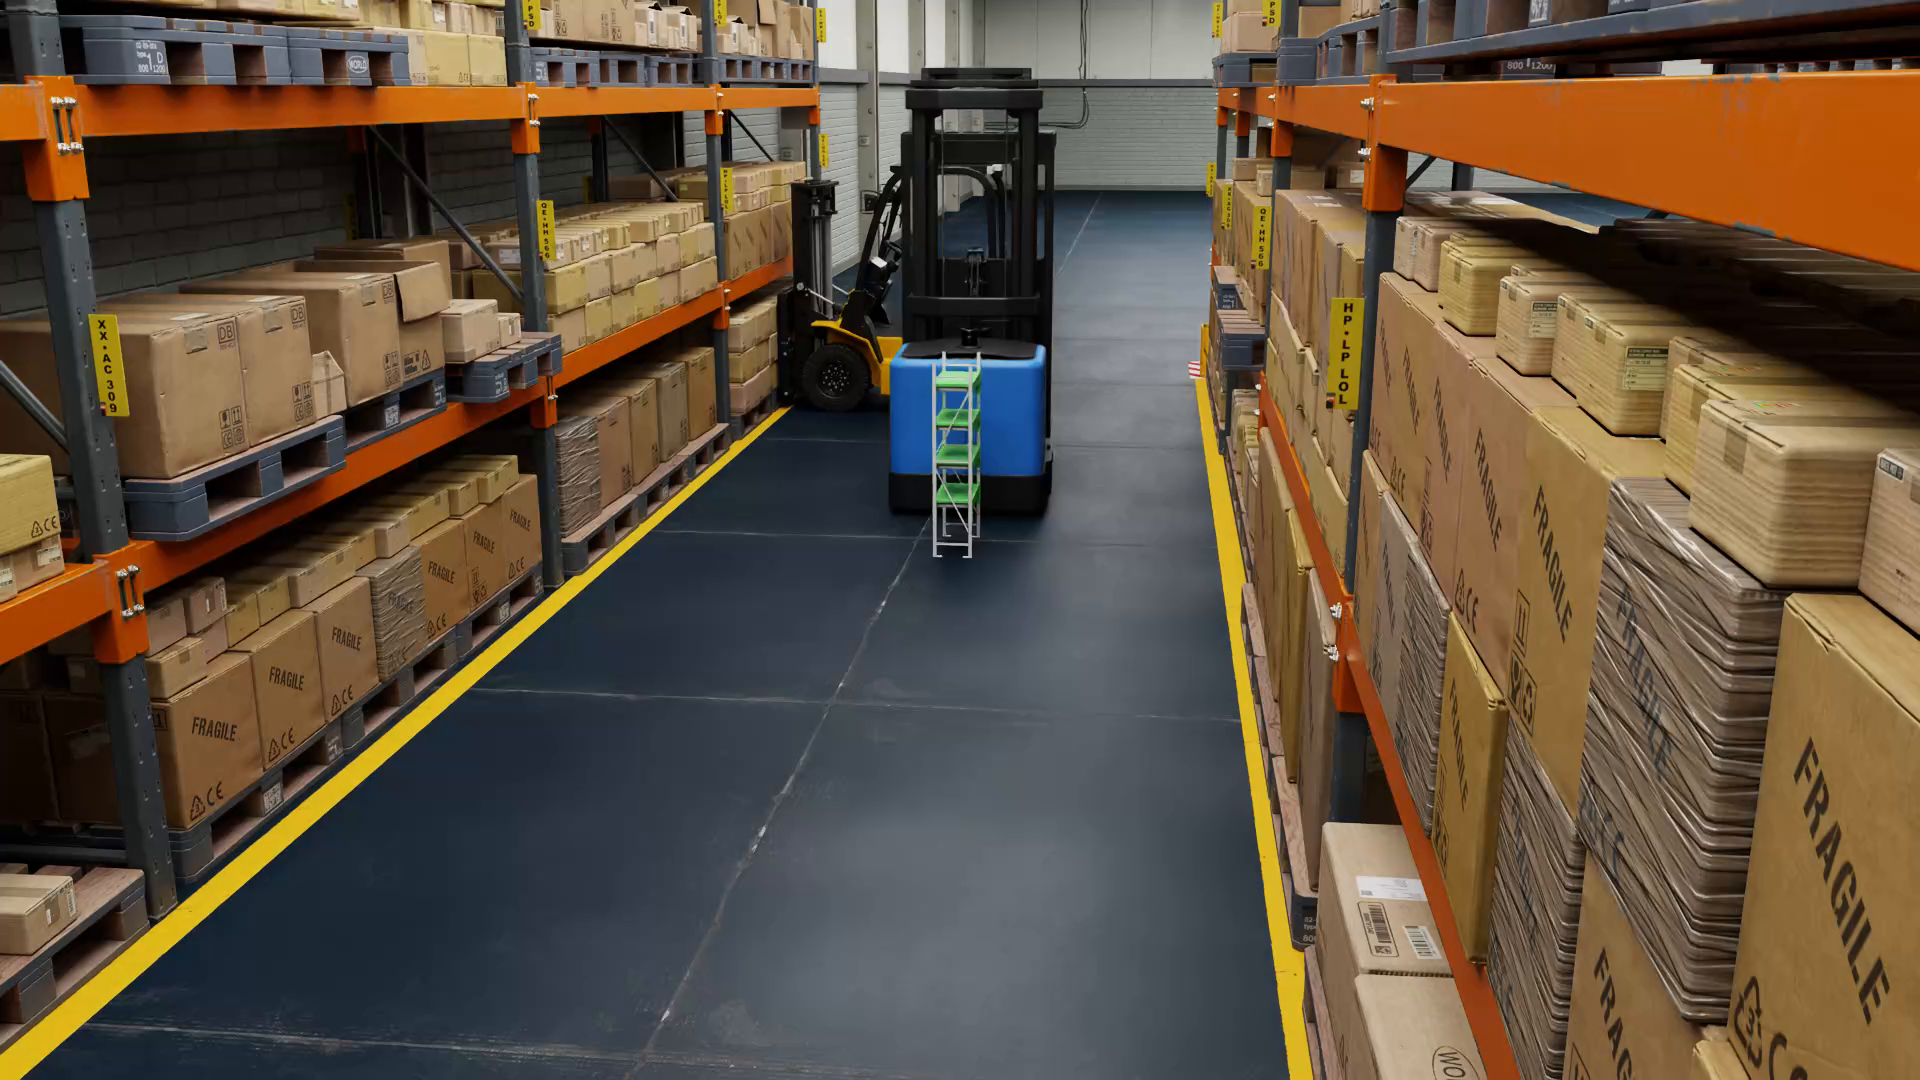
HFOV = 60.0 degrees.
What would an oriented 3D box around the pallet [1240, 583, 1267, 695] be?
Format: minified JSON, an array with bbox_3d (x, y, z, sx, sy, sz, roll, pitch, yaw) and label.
[{"bbox_3d":[1.955,0.503,8.398,1.003,0.211,1.213,2,15,6],"label":"pallet"}]

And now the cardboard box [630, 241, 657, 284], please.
[{"bbox_3d":[-2.354,-1.866,11.145,0.500,0.250,0.500,2,15,7],"label":"cardboard box"}]

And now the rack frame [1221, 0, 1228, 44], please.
[{"bbox_3d":[3.022,-6.016,15.672,1.000,3.000,0.127,2,15,6],"label":"rack frame"}]

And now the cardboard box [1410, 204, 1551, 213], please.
[{"bbox_3d":[2.208,-1.173,7.146,0.500,0.500,0.500,2,15,6],"label":"cardboard box"}]

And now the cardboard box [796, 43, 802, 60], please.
[{"bbox_3d":[-1.703,-4.620,15.738,0.380,0.149,0.250,1,15,5],"label":"cardboard box"}]

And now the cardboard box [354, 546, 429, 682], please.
[{"bbox_3d":[-2.811,0.330,7.680,0.500,0.500,0.500,1,15,4],"label":"cardboard box"}]

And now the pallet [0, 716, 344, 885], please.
[{"bbox_3d":[-3.211,0.981,6.631,1.003,0.211,1.213,2,15,6],"label":"pallet"}]

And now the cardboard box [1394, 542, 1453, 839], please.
[{"bbox_3d":[1.231,0.317,3.552,0.500,0.500,0.500,2,15,7],"label":"cardboard box"}]

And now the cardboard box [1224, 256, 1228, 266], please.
[{"bbox_3d":[2.415,-2.318,13.968,0.380,0.149,0.250,1,15,5],"label":"cardboard box"}]

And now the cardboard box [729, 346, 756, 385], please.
[{"bbox_3d":[-2.001,-1.461,13.825,0.500,0.250,0.500,2,15,6],"label":"cardboard box"}]

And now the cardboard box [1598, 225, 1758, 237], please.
[{"bbox_3d":[1.811,-0.698,4.146,0.380,0.149,0.250,2,15,8],"label":"cardboard box"}]

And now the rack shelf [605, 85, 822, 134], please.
[{"bbox_3d":[-2.137,-3.848,14.777,1.077,0.370,4.000,2,15,6],"label":"rack shelf"}]

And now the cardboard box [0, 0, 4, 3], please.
[{"bbox_3d":[-3.299,-1.812,5.354,0.380,0.149,0.250,2,15,6],"label":"cardboard box"}]

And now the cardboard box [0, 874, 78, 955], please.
[{"bbox_3d":[-3.036,1.173,5.234,0.380,0.149,0.250,1,15,5],"label":"cardboard box"}]

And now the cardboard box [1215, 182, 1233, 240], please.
[{"bbox_3d":[2.637,-3.063,15.482,0.500,0.500,0.500,2,15,8],"label":"cardboard box"}]

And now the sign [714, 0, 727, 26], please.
[{"bbox_3d":[-1.822,-4.064,12.606,0.100,0.325,0.005,2,15,6],"label":"sign"}]

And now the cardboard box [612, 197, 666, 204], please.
[{"bbox_3d":[-2.581,-2.681,13.395,0.380,0.149,0.250,2,15,6],"label":"cardboard box"}]

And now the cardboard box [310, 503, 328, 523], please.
[{"bbox_3d":[-3.291,-0.102,8.034,0.380,0.149,0.250,1,15,5],"label":"cardboard box"}]

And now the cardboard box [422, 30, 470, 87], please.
[{"bbox_3d":[-2.686,-2.296,7.946,0.500,0.250,0.500,2,15,6],"label":"cardboard box"}]

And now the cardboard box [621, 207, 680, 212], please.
[{"bbox_3d":[-2.271,-2.365,12.228,0.380,0.149,0.250,2,15,6],"label":"cardboard box"}]

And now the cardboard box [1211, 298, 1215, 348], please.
[{"bbox_3d":[2.599,-2.015,15.393,0.500,0.500,0.500,1,15,4],"label":"cardboard box"}]

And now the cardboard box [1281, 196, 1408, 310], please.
[{"bbox_3d":[1.774,-1.327,7.715,0.500,0.500,0.500,2,15,6],"label":"cardboard box"}]

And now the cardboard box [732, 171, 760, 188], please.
[{"bbox_3d":[-1.965,-3.144,14.537,0.380,0.149,0.250,2,15,6],"label":"cardboard box"}]

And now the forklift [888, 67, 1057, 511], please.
[{"bbox_3d":[0.143,-1.940,12.221,1.130,2.935,3.031,1,15,4],"label":"forklift"}]

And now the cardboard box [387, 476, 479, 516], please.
[{"bbox_3d":[-2.691,-0.226,8.492,0.380,0.149,0.250,1,15,4],"label":"cardboard box"}]

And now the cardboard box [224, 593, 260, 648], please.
[{"bbox_3d":[-2.988,0.311,6.506,0.380,0.149,0.250,1,15,3],"label":"cardboard box"}]

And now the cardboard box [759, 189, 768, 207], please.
[{"bbox_3d":[-1.892,-2.996,14.560,0.380,0.149,0.250,1,15,4],"label":"cardboard box"}]

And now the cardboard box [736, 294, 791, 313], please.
[{"bbox_3d":[-1.816,-2.100,15.230,0.500,0.250,0.500,1,15,5],"label":"cardboard box"}]

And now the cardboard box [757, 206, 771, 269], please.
[{"bbox_3d":[-1.954,-2.651,14.527,0.500,0.500,0.500,2,15,6],"label":"cardboard box"}]

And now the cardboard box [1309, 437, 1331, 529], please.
[{"bbox_3d":[1.526,-0.192,5.911,0.500,0.250,0.500,1,15,5],"label":"cardboard box"}]

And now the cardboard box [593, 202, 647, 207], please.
[{"bbox_3d":[-2.615,-2.505,12.744,0.380,0.149,0.250,1,15,5],"label":"cardboard box"}]

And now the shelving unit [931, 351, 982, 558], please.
[{"bbox_3d":[-0.019,-0.536,10.347,0.258,1.200,0.503,2,15,6],"label":"shelving unit"}]

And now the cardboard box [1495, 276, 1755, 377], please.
[{"bbox_3d":[1.183,-0.383,2.984,0.380,0.149,0.250,2,15,6],"label":"cardboard box"}]

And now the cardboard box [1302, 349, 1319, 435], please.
[{"bbox_3d":[1.577,-0.563,6.327,0.500,0.250,0.500,2,15,8],"label":"cardboard box"}]

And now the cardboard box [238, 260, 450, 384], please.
[{"bbox_3d":[-2.814,-1.015,7.665,0.797,0.503,0.637,1,15,5],"label":"cardboard box"}]

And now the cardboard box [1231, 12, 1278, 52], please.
[{"bbox_3d":[2.015,-3.259,10.703,0.500,0.250,0.500,2,15,6],"label":"cardboard box"}]

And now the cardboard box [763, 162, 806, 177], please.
[{"bbox_3d":[-1.742,-3.672,16.490,0.380,0.149,0.250,2,15,6],"label":"cardboard box"}]

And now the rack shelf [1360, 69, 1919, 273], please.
[{"bbox_3d":[1.442,-0.590,2.730,1.077,0.370,4.000,2,15,6],"label":"rack shelf"}]

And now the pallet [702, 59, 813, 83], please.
[{"bbox_3d":[-2.016,-4.488,15.937,1.003,0.211,1.213,2,15,6],"label":"pallet"}]

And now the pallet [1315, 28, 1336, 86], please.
[{"bbox_3d":[1.976,-1.944,6.719,1.003,0.211,1.213,2,15,9],"label":"pallet"}]

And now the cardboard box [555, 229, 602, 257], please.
[{"bbox_3d":[-2.436,-1.831,10.253,0.380,0.149,0.250,2,15,7],"label":"cardboard box"}]

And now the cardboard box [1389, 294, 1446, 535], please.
[{"bbox_3d":[1.310,-0.292,3.888,0.500,0.500,0.500,1,15,6],"label":"cardboard box"}]

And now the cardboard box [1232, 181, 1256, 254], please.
[{"bbox_3d":[2.176,-2.234,11.613,0.500,0.500,0.500,2,15,6],"label":"cardboard box"}]

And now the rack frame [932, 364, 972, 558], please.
[{"bbox_3d":[-0.046,-0.473,10.113,0.240,1.200,0.015,2,15,6],"label":"rack frame"}]

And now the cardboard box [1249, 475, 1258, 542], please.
[{"bbox_3d":[2.193,-0.126,9.611,0.950,0.372,0.625,1,15,2],"label":"cardboard box"}]

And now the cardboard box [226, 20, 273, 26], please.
[{"bbox_3d":[-3.265,-2.342,7.354,0.380,0.149,0.250,1,15,5],"label":"cardboard box"}]

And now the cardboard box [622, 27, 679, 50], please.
[{"bbox_3d":[-2.185,-3.512,11.641,0.380,0.149,0.250,2,15,6],"label":"cardboard box"}]

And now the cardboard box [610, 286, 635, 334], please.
[{"bbox_3d":[-2.408,-1.490,10.715,0.500,0.250,0.500,1,15,4],"label":"cardboard box"}]

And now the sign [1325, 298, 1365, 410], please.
[{"bbox_3d":[1.127,-0.542,4.854,0.100,0.325,0.005,2,15,6],"label":"sign"}]

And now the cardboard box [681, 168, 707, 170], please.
[{"bbox_3d":[-2.364,-3.290,15.077,0.380,0.149,0.250,2,15,7],"label":"cardboard box"}]

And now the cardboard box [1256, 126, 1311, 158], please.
[{"bbox_3d":[3.181,-3.656,15.759,0.700,0.500,0.500,1,15,5],"label":"cardboard box"}]

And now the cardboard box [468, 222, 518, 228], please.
[{"bbox_3d":[-2.959,-1.977,10.794,0.380,0.149,0.250,1,15,5],"label":"cardboard box"}]

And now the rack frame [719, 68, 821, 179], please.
[{"bbox_3d":[-1.911,-3.266,16.993,1.000,3.000,0.127,2,15,6],"label":"rack frame"}]

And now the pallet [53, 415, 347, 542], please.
[{"bbox_3d":[-3.066,-0.265,6.262,1.003,0.211,1.213,2,15,6],"label":"pallet"}]

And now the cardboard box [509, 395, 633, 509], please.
[{"bbox_3d":[-2.664,-0.578,10.799,0.875,0.625,0.625,2,15,8],"label":"cardboard box"}]

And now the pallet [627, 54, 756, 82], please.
[{"bbox_3d":[-2.292,-3.855,13.597,1.003,0.211,1.213,2,15,6],"label":"pallet"}]

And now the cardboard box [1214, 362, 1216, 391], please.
[{"bbox_3d":[2.482,-1.390,14.518,0.500,0.250,0.500,2,15,7],"label":"cardboard box"}]

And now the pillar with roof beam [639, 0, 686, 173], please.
[{"bbox_3d":[1.393,-5.881,15.171,9.100,9.000,0.400,2,15,6],"label":"pillar with roof beam"}]
